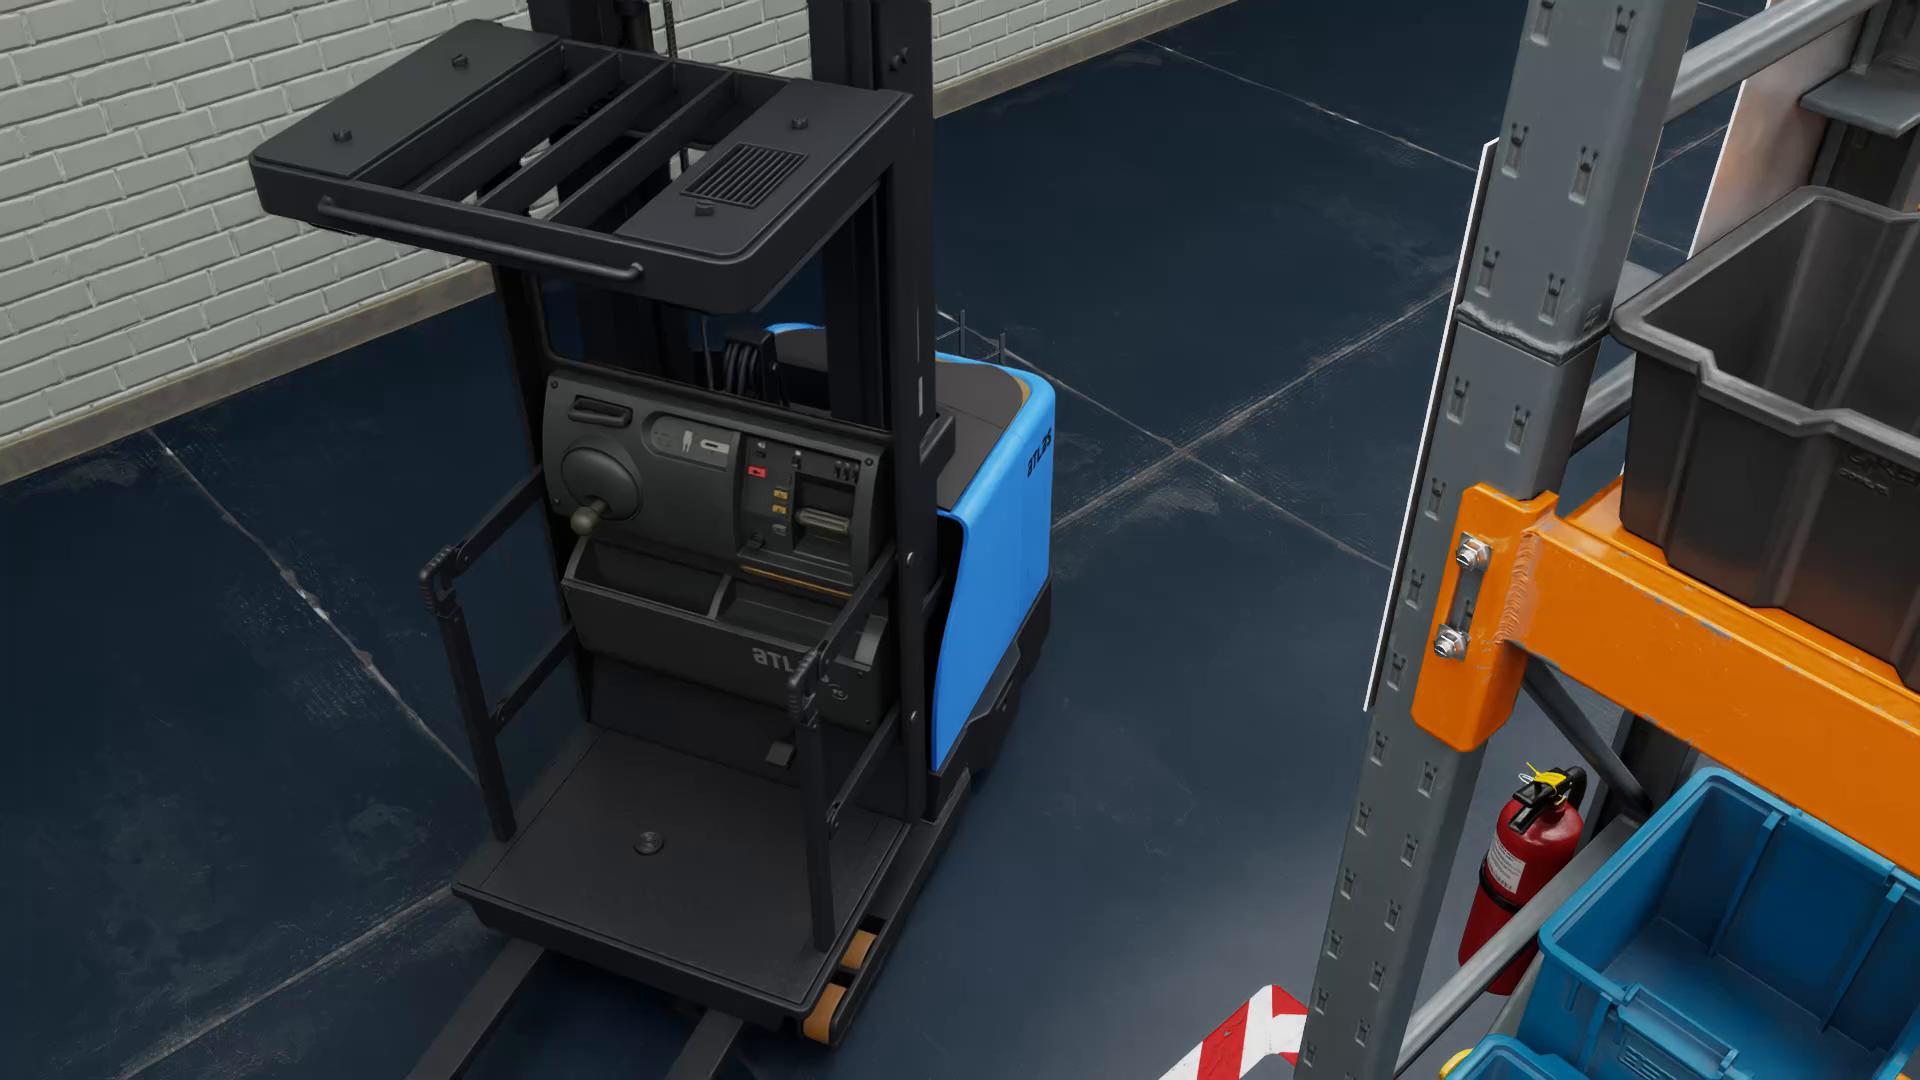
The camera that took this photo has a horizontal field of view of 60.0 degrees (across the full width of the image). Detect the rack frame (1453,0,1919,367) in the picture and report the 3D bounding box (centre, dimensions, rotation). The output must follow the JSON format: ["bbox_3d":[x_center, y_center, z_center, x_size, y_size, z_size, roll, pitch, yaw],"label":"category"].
[{"bbox_3d":[0.935,-1.585,1.050,1.000,3.000,0.127,-30,48,-32],"label":"rack frame"}]

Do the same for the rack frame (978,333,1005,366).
[{"bbox_3d":[0.063,-0.307,5.914,0.240,0.900,0.006,-30,48,-32],"label":"rack frame"}]

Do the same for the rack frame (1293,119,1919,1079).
[{"bbox_3d":[0.935,0.749,2.935,1.000,3.000,0.127,-30,48,-32],"label":"rack frame"}]

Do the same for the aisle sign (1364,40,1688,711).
[{"bbox_3d":[0.668,-0.169,2.003,0.394,0.787,0.004,-30,48,-32],"label":"aisle sign"}]

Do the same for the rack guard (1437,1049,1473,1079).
[{"bbox_3d":[0.909,1.716,3.727,1.175,0.500,0.348,-30,48,-32],"label":"rack guard"}]

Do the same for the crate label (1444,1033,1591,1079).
[{"bbox_3d":[0.859,1.045,2.654,0.416,0.233,0.303,-30,48,-32],"label":"crate label"}]

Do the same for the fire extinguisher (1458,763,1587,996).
[{"bbox_3d":[1.168,0.661,3.402,0.296,0.674,0.183,-30,48,-32],"label":"fire extinguisher"}]

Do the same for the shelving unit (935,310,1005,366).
[{"bbox_3d":[-0.005,-0.354,5.972,0.258,0.900,0.210,-30,48,-32],"label":"shelving unit"}]

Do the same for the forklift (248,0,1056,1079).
[{"bbox_3d":[-0.713,-0.071,4.005,1.130,2.935,3.031,14,41,17],"label":"forklift"}]

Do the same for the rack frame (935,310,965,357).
[{"bbox_3d":[-0.074,-0.401,6.030,0.240,0.900,0.006,-30,48,-32],"label":"rack frame"}]

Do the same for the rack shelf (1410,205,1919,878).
[{"bbox_3d":[2.288,0.788,1.073,1.077,0.370,4.000,-30,48,-32],"label":"rack shelf"}]

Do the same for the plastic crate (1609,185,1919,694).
[{"bbox_3d":[0.990,-0.070,1.666,0.497,0.269,0.590,-30,48,-32],"label":"plastic crate"}]

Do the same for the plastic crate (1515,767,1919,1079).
[{"bbox_3d":[1.299,0.788,2.811,0.616,0.435,0.499,-30,48,-32],"label":"plastic crate"}]

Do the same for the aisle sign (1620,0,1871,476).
[{"bbox_3d":[1.102,-0.420,2.314,0.394,0.787,0.004,-30,48,-32],"label":"aisle sign"}]

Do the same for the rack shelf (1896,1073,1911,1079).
[{"bbox_3d":[2.288,1.955,2.015,1.077,0.370,4.000,-30,48,-32],"label":"rack shelf"}]

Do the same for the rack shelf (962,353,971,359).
[{"bbox_3d":[-0.005,-0.538,5.823,0.258,0.077,0.200,-30,48,-32],"label":"rack shelf"}]
